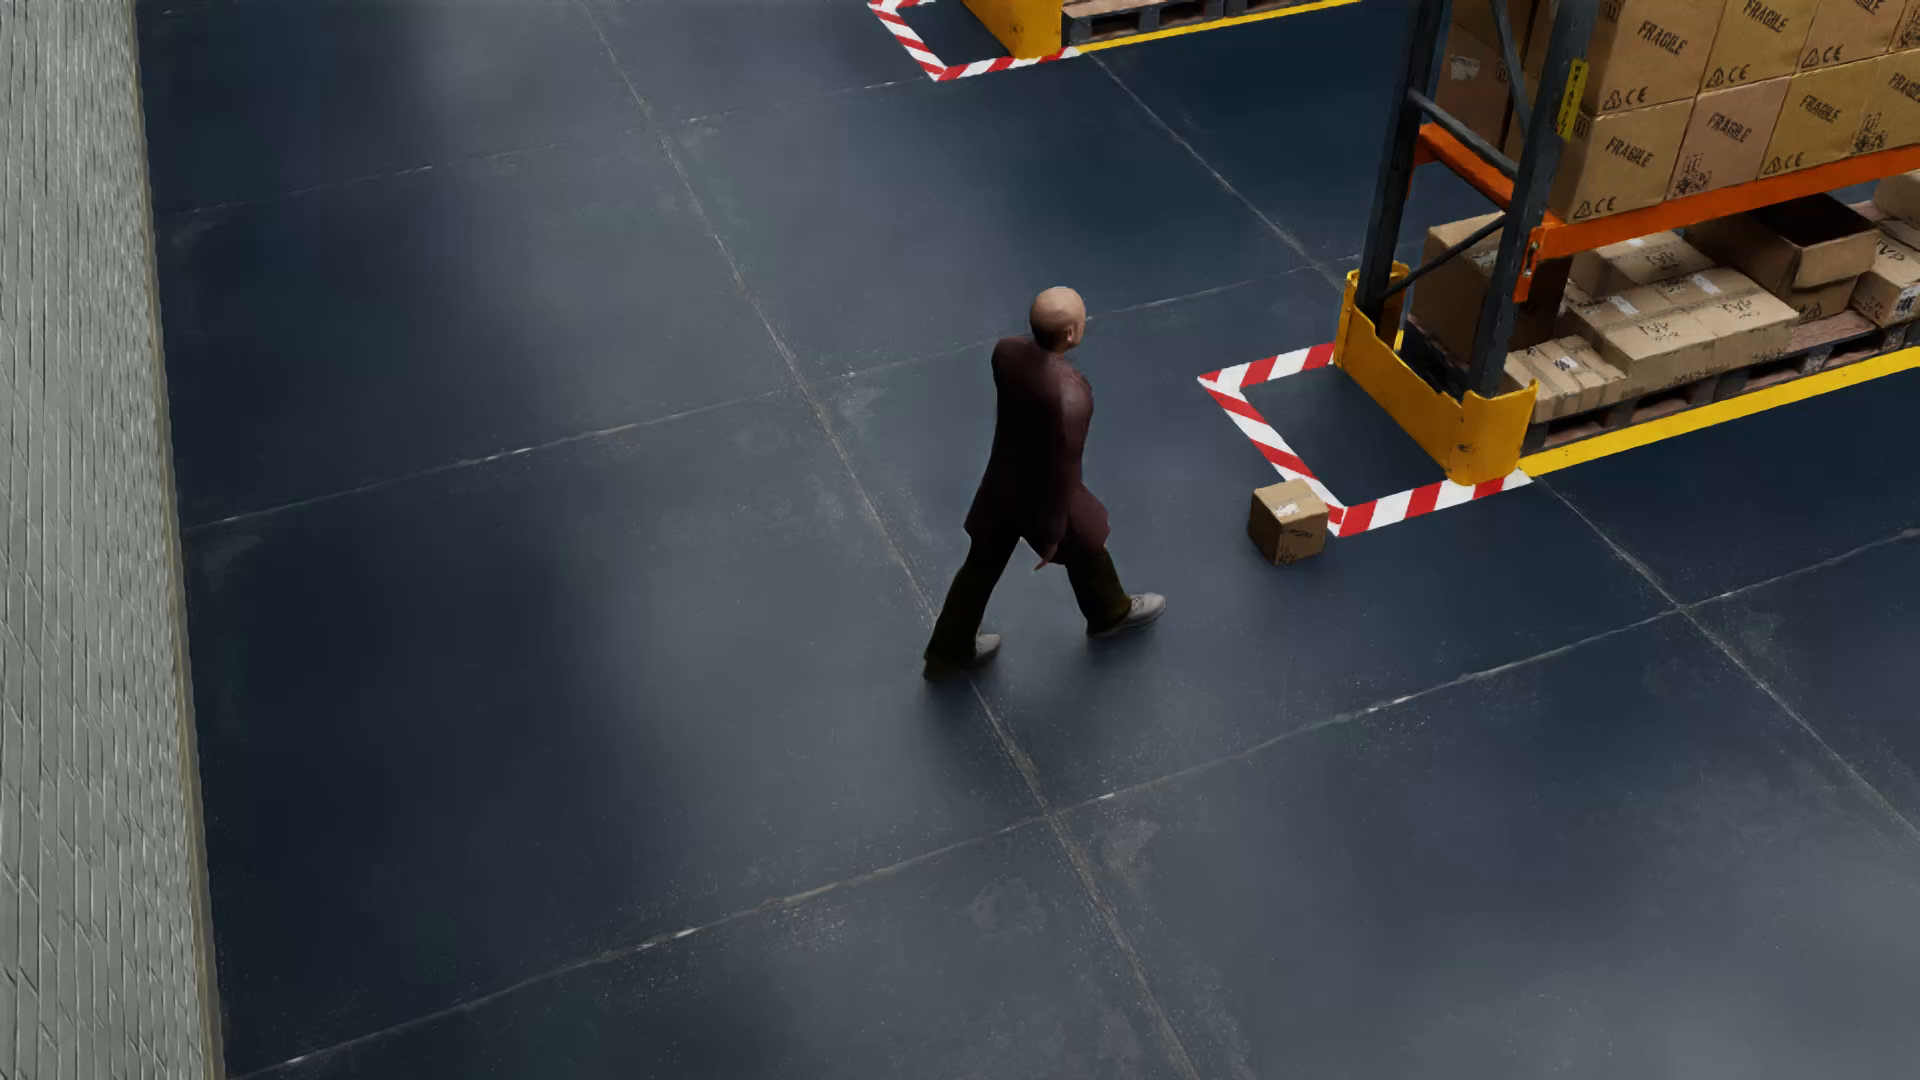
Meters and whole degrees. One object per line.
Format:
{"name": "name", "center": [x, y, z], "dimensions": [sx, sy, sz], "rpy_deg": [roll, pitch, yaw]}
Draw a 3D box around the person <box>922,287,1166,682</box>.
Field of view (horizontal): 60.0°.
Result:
{"name": "person", "center": [0.348, -0.218, 6.406], "dimensions": [1.072, 1.721, 0.589], "rpy_deg": [-26, 47, -27]}
